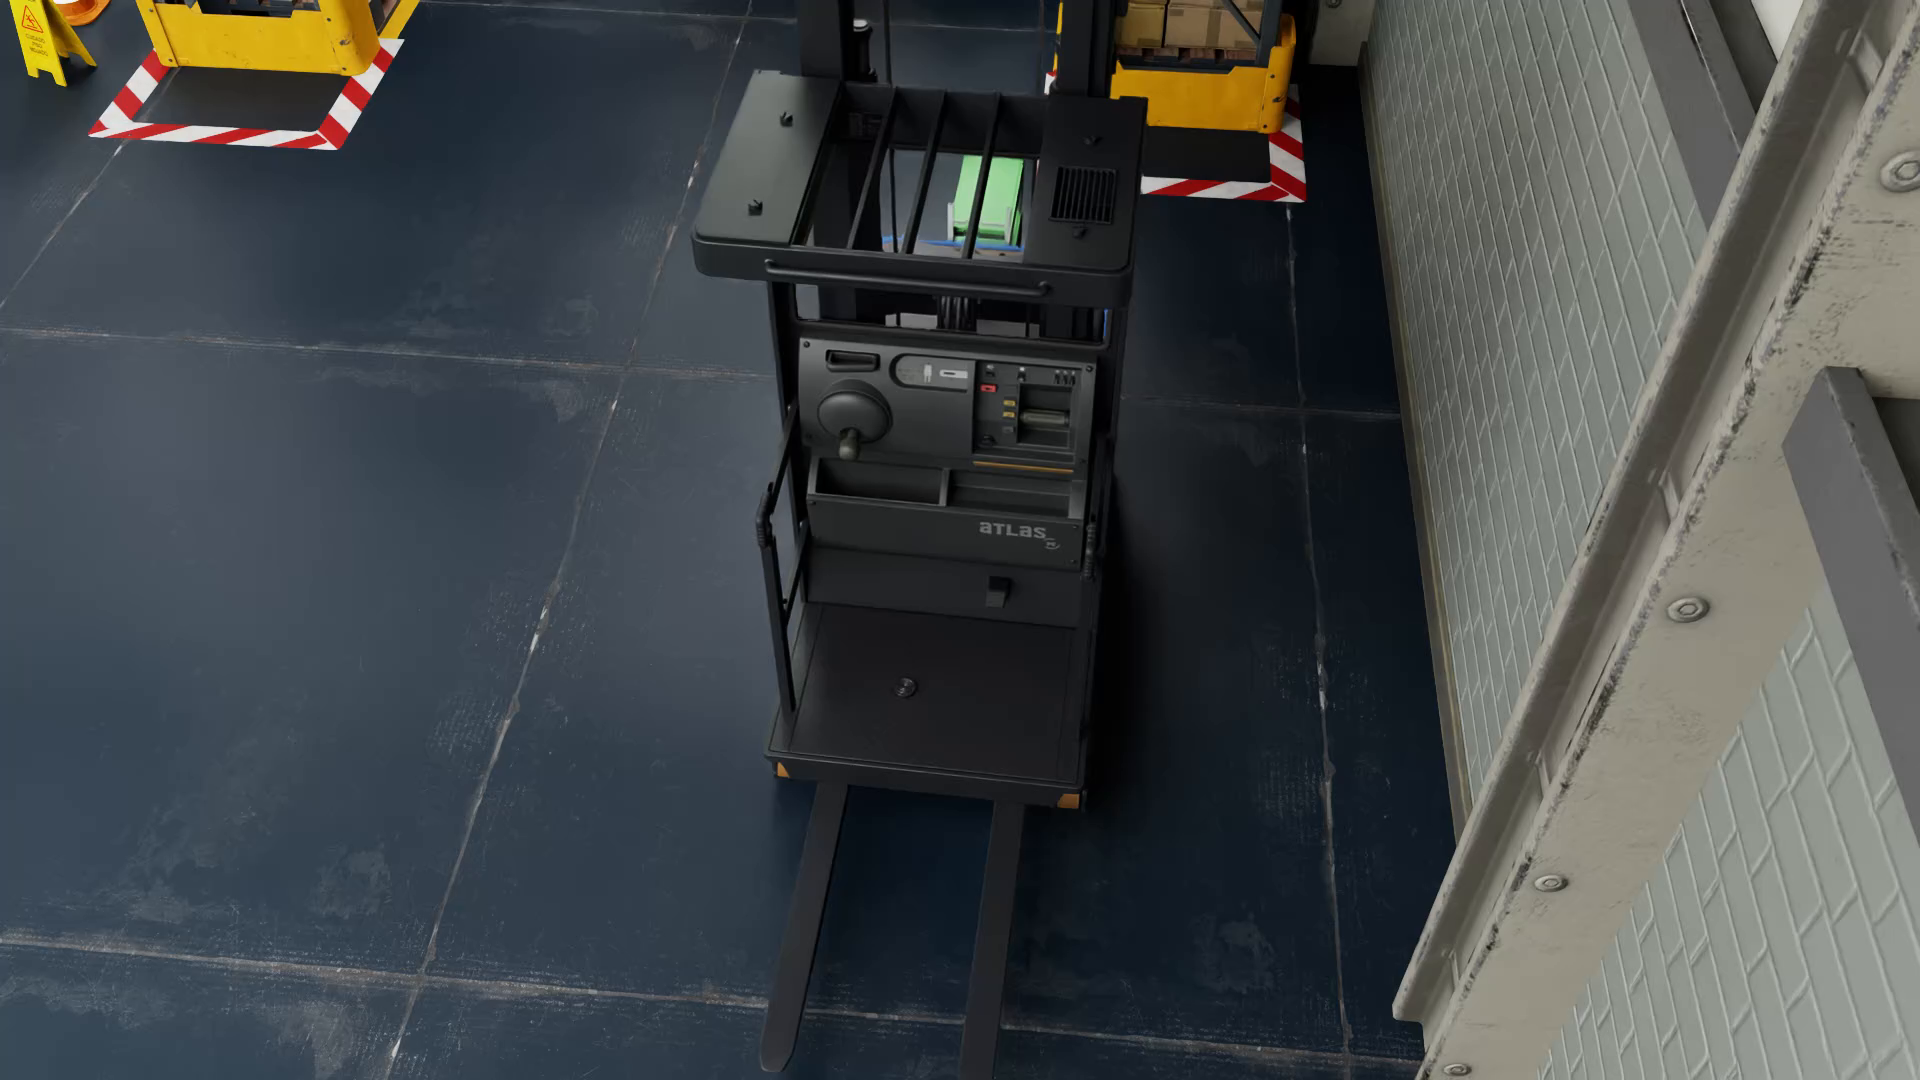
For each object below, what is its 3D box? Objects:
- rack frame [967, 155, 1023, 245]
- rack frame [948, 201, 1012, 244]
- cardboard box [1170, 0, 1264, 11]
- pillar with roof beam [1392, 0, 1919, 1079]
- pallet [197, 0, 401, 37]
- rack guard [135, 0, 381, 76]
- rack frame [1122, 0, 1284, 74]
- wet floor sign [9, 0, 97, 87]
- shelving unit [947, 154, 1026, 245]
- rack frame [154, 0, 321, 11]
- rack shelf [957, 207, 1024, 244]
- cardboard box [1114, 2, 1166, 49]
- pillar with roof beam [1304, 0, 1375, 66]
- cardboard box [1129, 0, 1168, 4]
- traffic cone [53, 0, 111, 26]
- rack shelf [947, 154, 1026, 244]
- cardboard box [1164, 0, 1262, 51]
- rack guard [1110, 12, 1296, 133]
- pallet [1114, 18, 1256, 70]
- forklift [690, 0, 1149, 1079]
[{"bbox_3d":[0.139,-1.220,7.052,0.240,1.200,0.015,5,48,5],"label":"rack frame"},{"bbox_3d":[0.076,-0.862,6.726,0.240,1.200,0.015,5,48,5],"label":"rack frame"},{"bbox_3d":[1.370,-3.031,8.730,0.500,0.250,0.500,5,48,4],"label":"cardboard box"},{"bbox_3d":[-2.753,-1.673,2.182,9.100,9.000,0.400,4,48,4],"label":"pillar with roof beam"},{"bbox_3d":[-3.707,-3.358,9.678,1.003,0.211,1.213,4,48,4],"label":"pallet"},{"bbox_3d":[-3.817,-2.860,9.027,1.175,0.500,0.348,4,48,4],"label":"rack guard"},{"bbox_3d":[1.120,-3.317,7.751,1.000,3.000,0.127,4,48,4],"label":"rack frame"},{"bbox_3d":[-4.906,-2.786,8.861,0.267,0.644,0.232,19,50,17],"label":"wet floor sign"},{"bbox_3d":[0.107,-1.041,6.889,0.258,1.200,0.503,5,48,5],"label":"shelving unit"},{"bbox_3d":[-3.823,-3.648,8.054,1.000,3.000,0.127,4,48,4],"label":"rack frame"},{"bbox_3d":[0.107,-1.160,6.759,0.258,0.148,0.480,5,48,5],"label":"rack shelf"},{"bbox_3d":[0.848,-2.897,8.946,0.500,0.250,0.500,4,48,4],"label":"cardboard box"},{"bbox_3d":[-2.206,-6.082,6.215,9.100,9.000,0.400,4,48,4],"label":"pillar with roof beam"},{"bbox_3d":[0.853,-3.078,8.773,0.500,0.250,0.500,3,48,3],"label":"cardboard box"},{"bbox_3d":[-5.069,-3.195,9.358,0.336,0.463,0.334,4,48,4],"label":"traffic cone"},{"bbox_3d":[0.107,-1.322,6.582,0.258,0.148,0.480,5,48,5],"label":"rack shelf"},{"bbox_3d":[1.359,-2.879,8.929,0.500,0.250,0.500,4,48,4],"label":"cardboard box"},{"bbox_3d":[1.118,-2.456,8.657,1.175,0.500,0.348,4,48,4],"label":"rack guard"},{"bbox_3d":[1.148,-2.941,9.297,1.003,0.211,1.213,4,48,4],"label":"pallet"},{"bbox_3d":[-0.069,-0.322,5.059,1.130,2.935,3.031,5,48,5],"label":"forklift"}]
